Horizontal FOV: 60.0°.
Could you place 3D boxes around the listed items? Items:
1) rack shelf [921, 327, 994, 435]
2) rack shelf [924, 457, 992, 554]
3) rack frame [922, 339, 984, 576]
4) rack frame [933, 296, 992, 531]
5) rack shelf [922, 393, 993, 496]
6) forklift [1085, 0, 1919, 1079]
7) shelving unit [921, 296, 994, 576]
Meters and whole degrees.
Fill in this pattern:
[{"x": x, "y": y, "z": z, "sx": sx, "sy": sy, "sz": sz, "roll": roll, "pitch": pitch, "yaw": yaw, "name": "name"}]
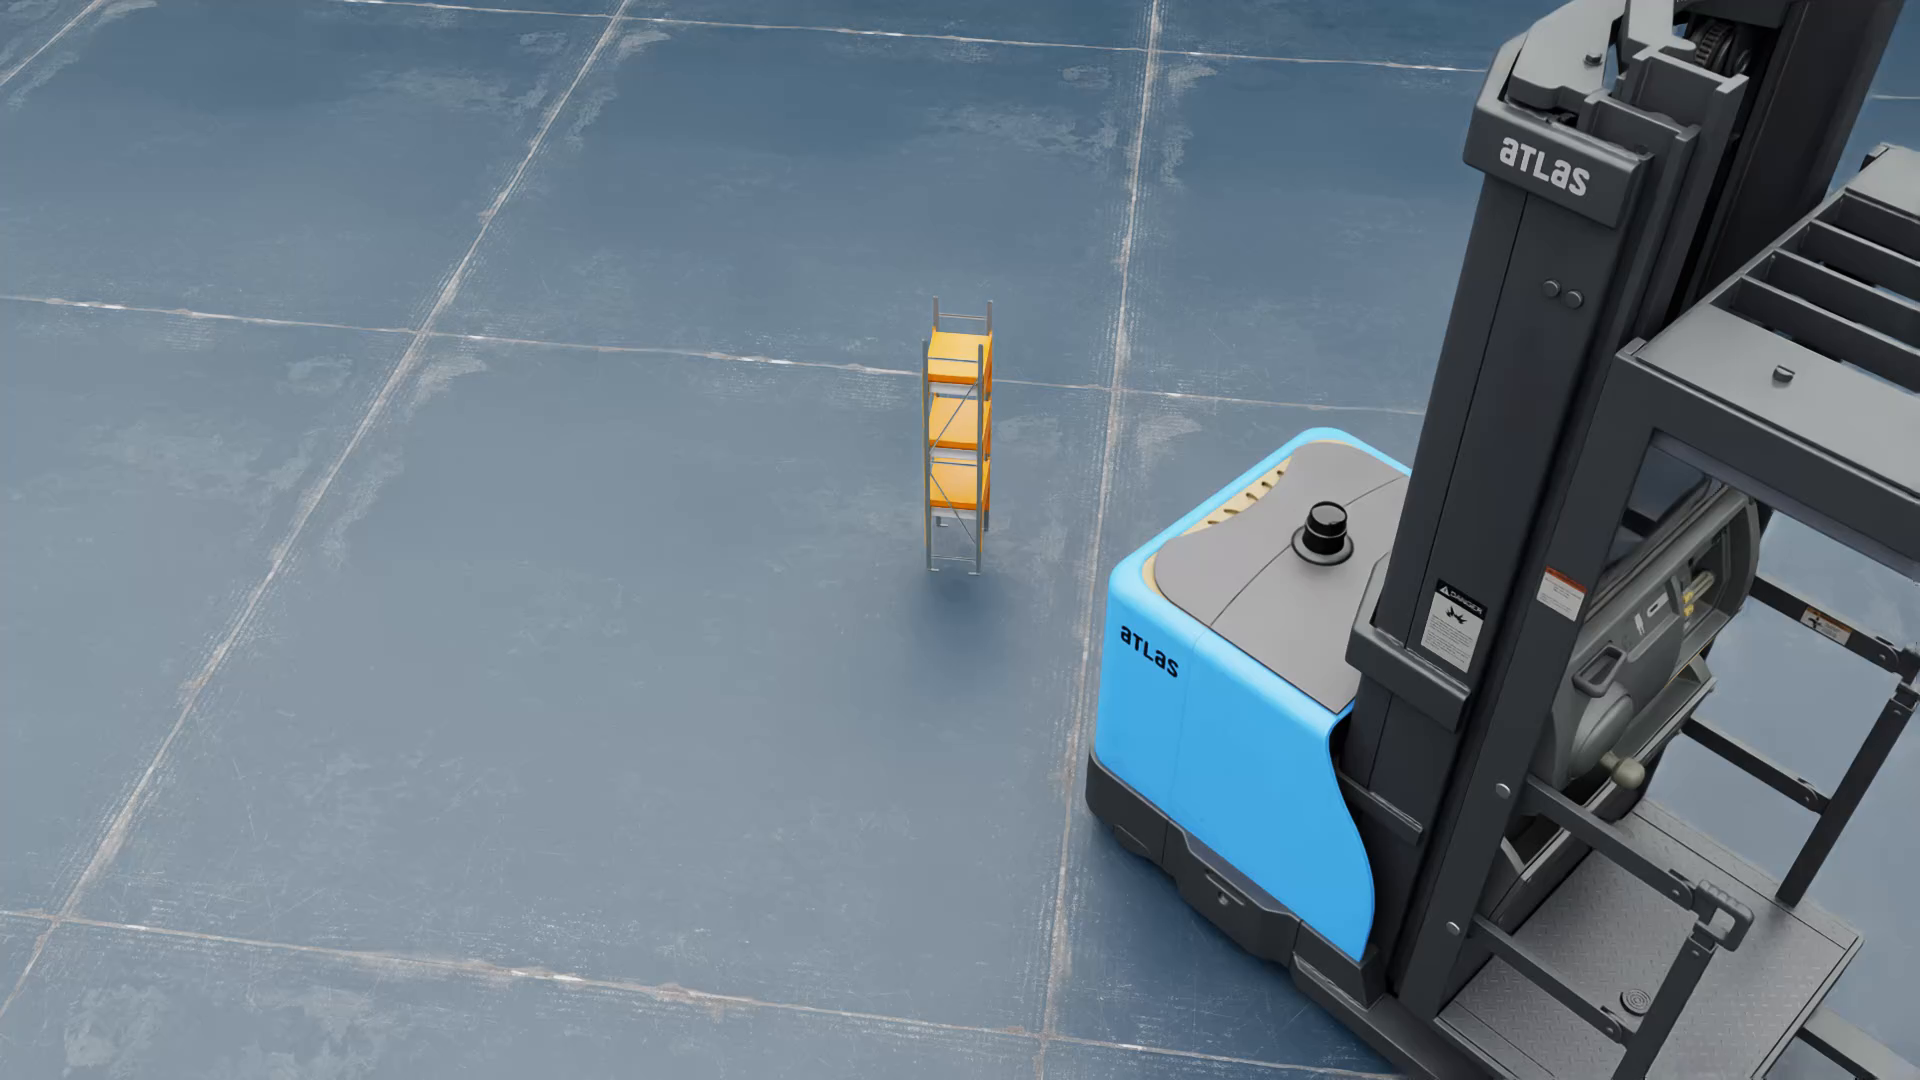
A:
[{"x": -0.007, "y": -0.543, "z": 5.663, "sx": 0.215, "sy": 0.259, "sz": 0.240, "roll": 5, "pitch": 44, "yaw": 6, "name": "rack shelf"}, {"x": -0.007, "y": -0.135, "z": 6.049, "sx": 0.215, "sy": 0.259, "sz": 0.240, "roll": 5, "pitch": 44, "yaw": 6, "name": "rack shelf"}, {"x": -0.023, "y": -0.262, "z": 5.763, "sx": 0.200, "sy": 1.050, "sz": 0.008, "roll": 5, "pitch": 44, "yaw": 6, "name": "rack frame"}, {"x": 0.009, "y": -0.428, "z": 5.938, "sx": 0.200, "sy": 1.050, "sz": 0.008, "roll": 5, "pitch": 44, "yaw": 6, "name": "rack frame"}, {"x": -0.007, "y": -0.337, "z": 5.858, "sx": 0.215, "sy": 0.259, "sz": 0.240, "roll": 5, "pitch": 44, "yaw": 6, "name": "rack shelf"}, {"x": 1.779, "y": 0.307, "z": 3.794, "sx": 1.130, "sy": 2.935, "sz": 3.031, "roll": -33, "pitch": 53, "yaw": -30, "name": "forklift"}, {"x": -0.007, "y": -0.345, "z": 5.851, "sx": 0.215, "sy": 1.050, "sz": 0.252, "roll": 5, "pitch": 44, "yaw": 6, "name": "shelving unit"}]
